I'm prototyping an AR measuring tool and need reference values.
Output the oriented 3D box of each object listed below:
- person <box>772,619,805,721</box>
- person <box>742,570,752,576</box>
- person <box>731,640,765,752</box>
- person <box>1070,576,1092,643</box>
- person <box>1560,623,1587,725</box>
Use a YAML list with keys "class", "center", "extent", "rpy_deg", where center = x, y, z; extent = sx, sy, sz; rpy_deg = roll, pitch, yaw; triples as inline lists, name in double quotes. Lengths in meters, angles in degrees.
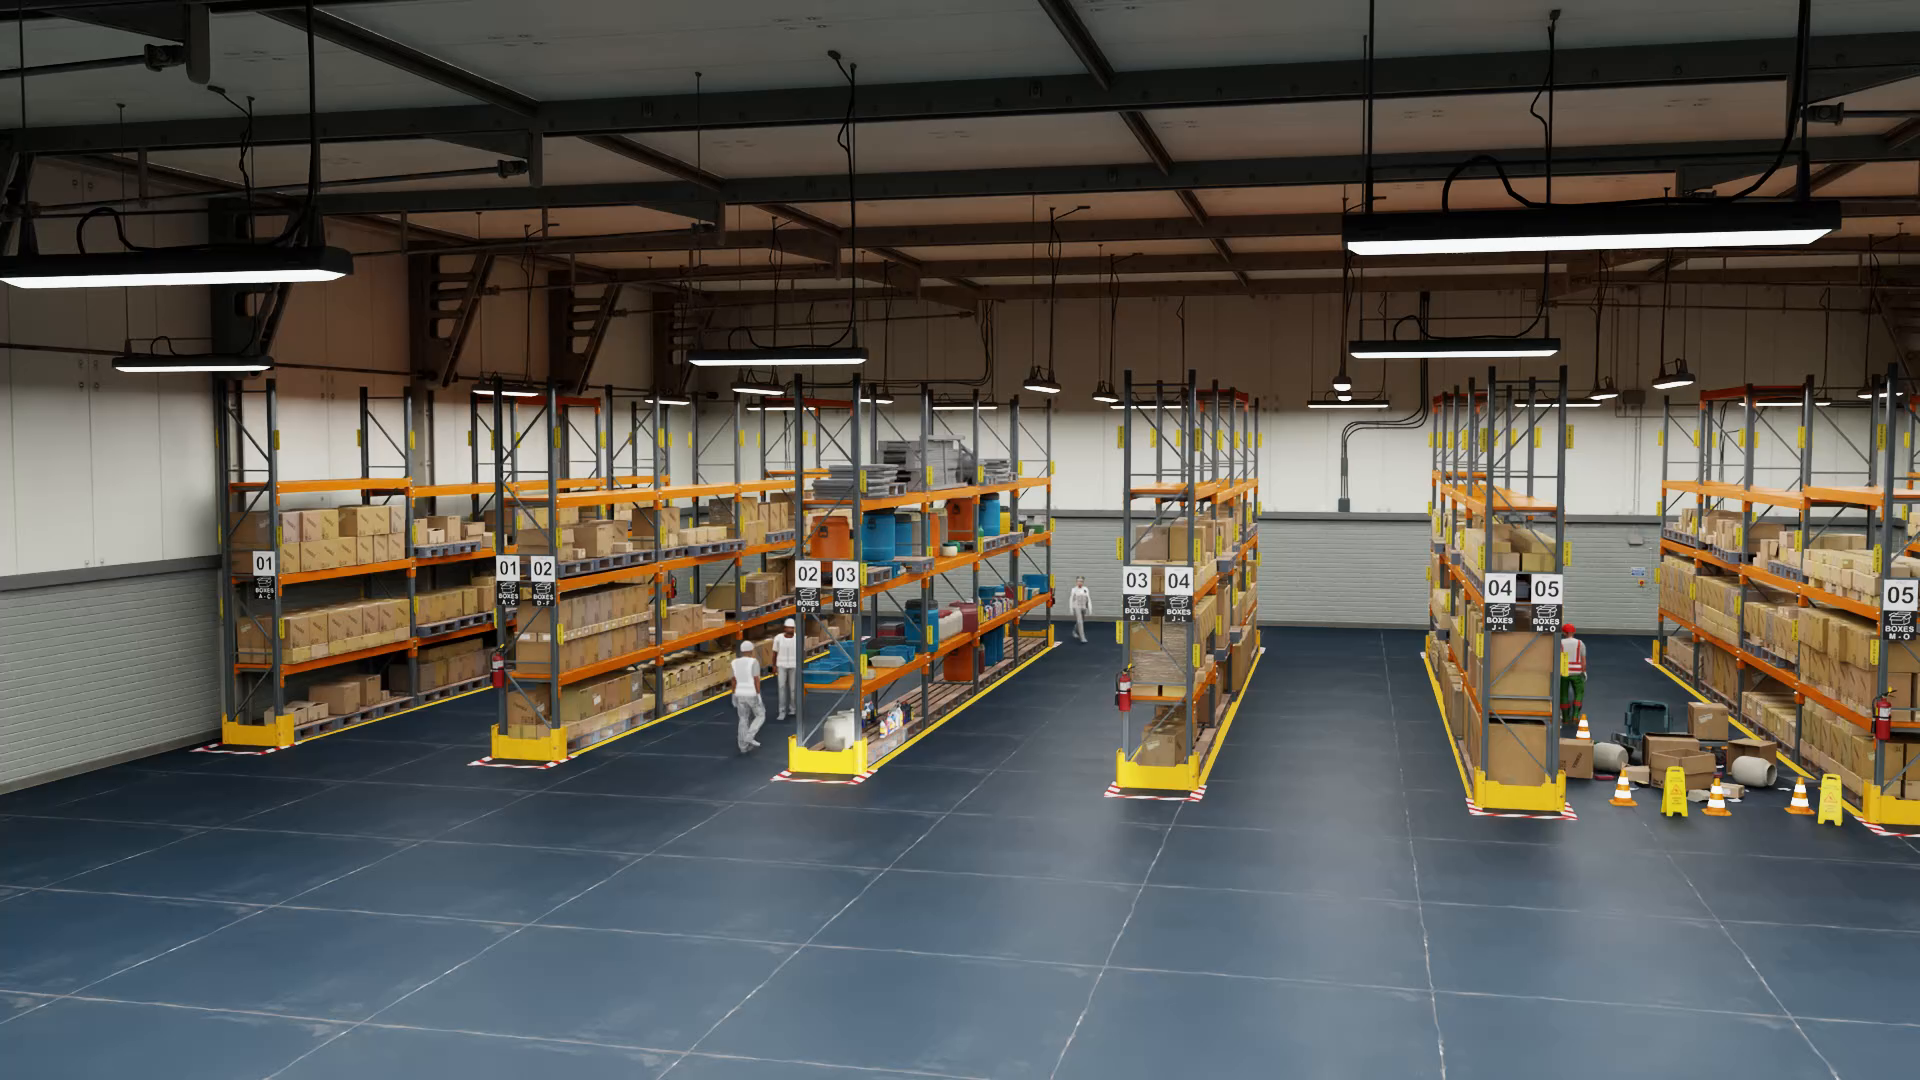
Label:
- class: "person"
  center: [-3.093, 2.329, 30.042]
  extent: [0.593, 1.783, 0.688]
  rpy_deg: [0, 3, -8]
- class: "person"
  center: [-5.478, 1.579, 43.034]
  extent: [0.935, 1.625, 0.452]
  rpy_deg: [0, 3, -3]
- class: "person"
  center: [-3.434, 2.508, 26.694]
  extent: [0.592, 1.777, 0.504]
  rpy_deg: [1, 4, 23]
- class: "person"
  center: [2.981, 1.695, 41.259]
  extent: [0.479, 1.616, 1.072]
  rpy_deg: [-1, 4, -23]
- class: "person"
  center: [10.733, 2.362, 29.260]
  extent: [0.573, 1.783, 0.553]
  rpy_deg: [1, 4, 14]
